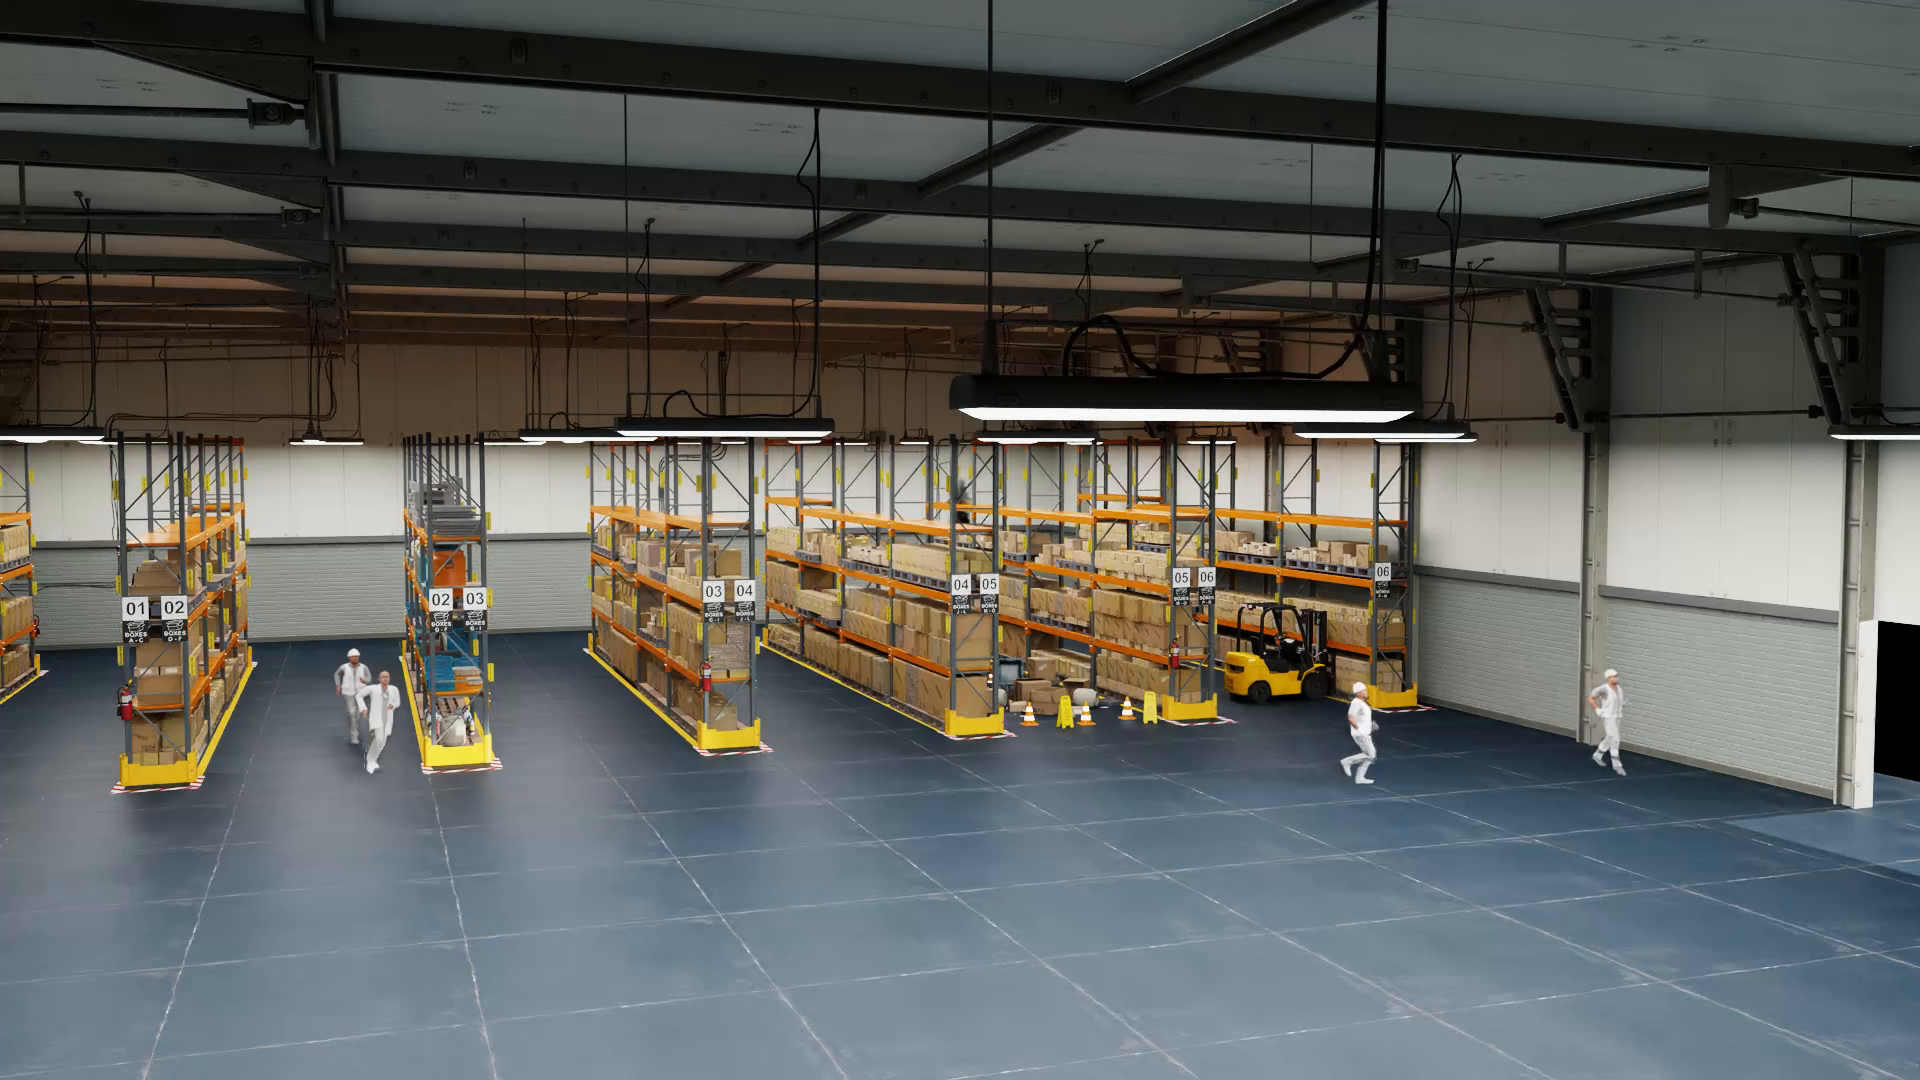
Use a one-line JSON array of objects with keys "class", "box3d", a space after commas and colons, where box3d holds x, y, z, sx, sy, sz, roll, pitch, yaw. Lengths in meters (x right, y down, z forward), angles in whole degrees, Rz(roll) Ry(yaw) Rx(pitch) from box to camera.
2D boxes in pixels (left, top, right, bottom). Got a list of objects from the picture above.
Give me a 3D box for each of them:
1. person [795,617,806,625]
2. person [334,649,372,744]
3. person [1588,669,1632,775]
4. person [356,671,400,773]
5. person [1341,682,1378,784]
[{"class": "person", "box3d": [-4.936, 1.826, 50.198, 0.690, 1.850, 0.639, -2, 4, -35]}, {"class": "person", "box3d": [-11.825, 3.027, 32.448, 0.627, 1.824, 0.868, -2, 4, -34]}, {"class": "person", "box3d": [11.508, 3.188, 29.414, 0.640, 1.823, 0.814, -2, 4, -31]}, {"class": "person", "box3d": [-10.305, 3.220, 29.573, 0.689, 1.768, 0.701, -3, 4, -45]}, {"class": "person", "box3d": [6.801, 3.290, 28.297, 0.603, 1.738, 0.684, 1, 3, 19]}]
